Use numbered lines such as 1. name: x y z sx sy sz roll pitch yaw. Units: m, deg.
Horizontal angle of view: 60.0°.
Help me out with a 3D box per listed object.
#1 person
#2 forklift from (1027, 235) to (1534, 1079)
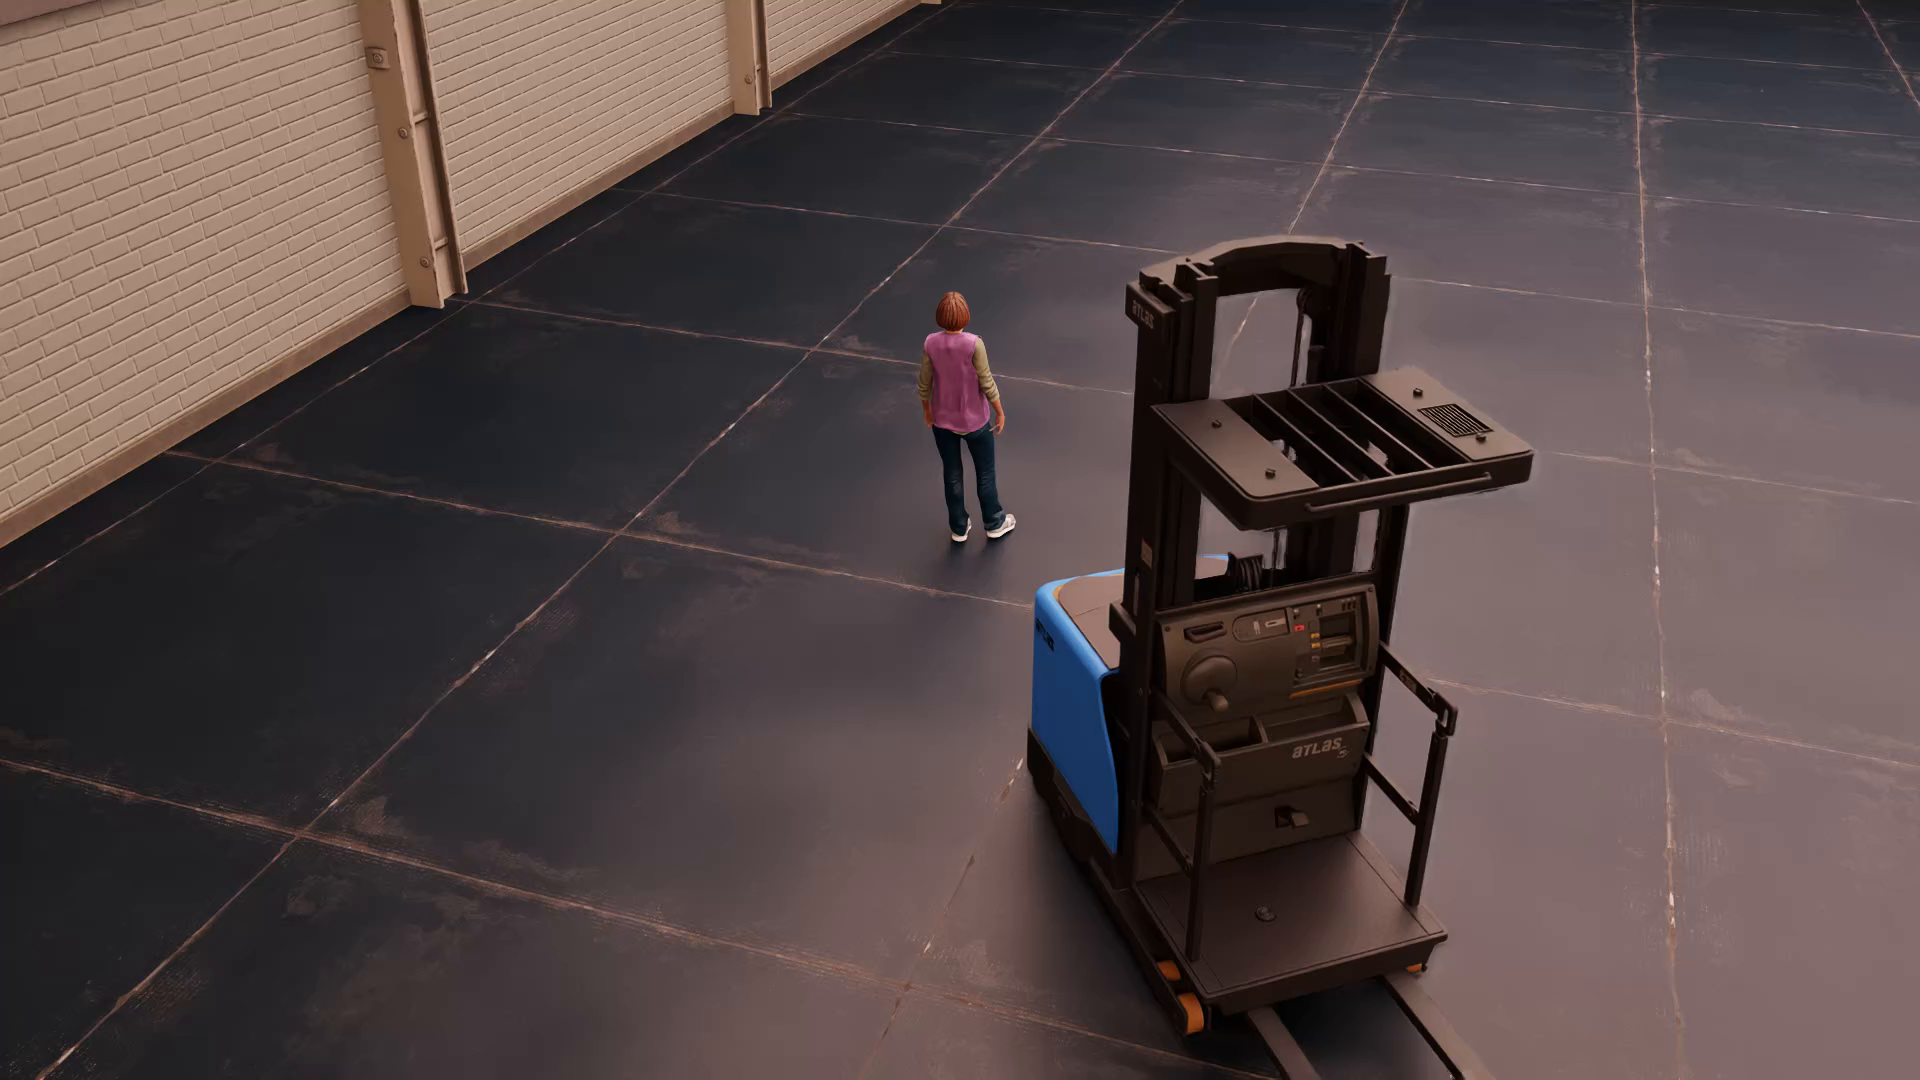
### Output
1. person: 0.037 -0.733 9.755 0.521 1.599 0.473 10 31 16
2. forklift: 1.286 0.470 6.313 1.130 2.935 3.031 -10 31 -17
